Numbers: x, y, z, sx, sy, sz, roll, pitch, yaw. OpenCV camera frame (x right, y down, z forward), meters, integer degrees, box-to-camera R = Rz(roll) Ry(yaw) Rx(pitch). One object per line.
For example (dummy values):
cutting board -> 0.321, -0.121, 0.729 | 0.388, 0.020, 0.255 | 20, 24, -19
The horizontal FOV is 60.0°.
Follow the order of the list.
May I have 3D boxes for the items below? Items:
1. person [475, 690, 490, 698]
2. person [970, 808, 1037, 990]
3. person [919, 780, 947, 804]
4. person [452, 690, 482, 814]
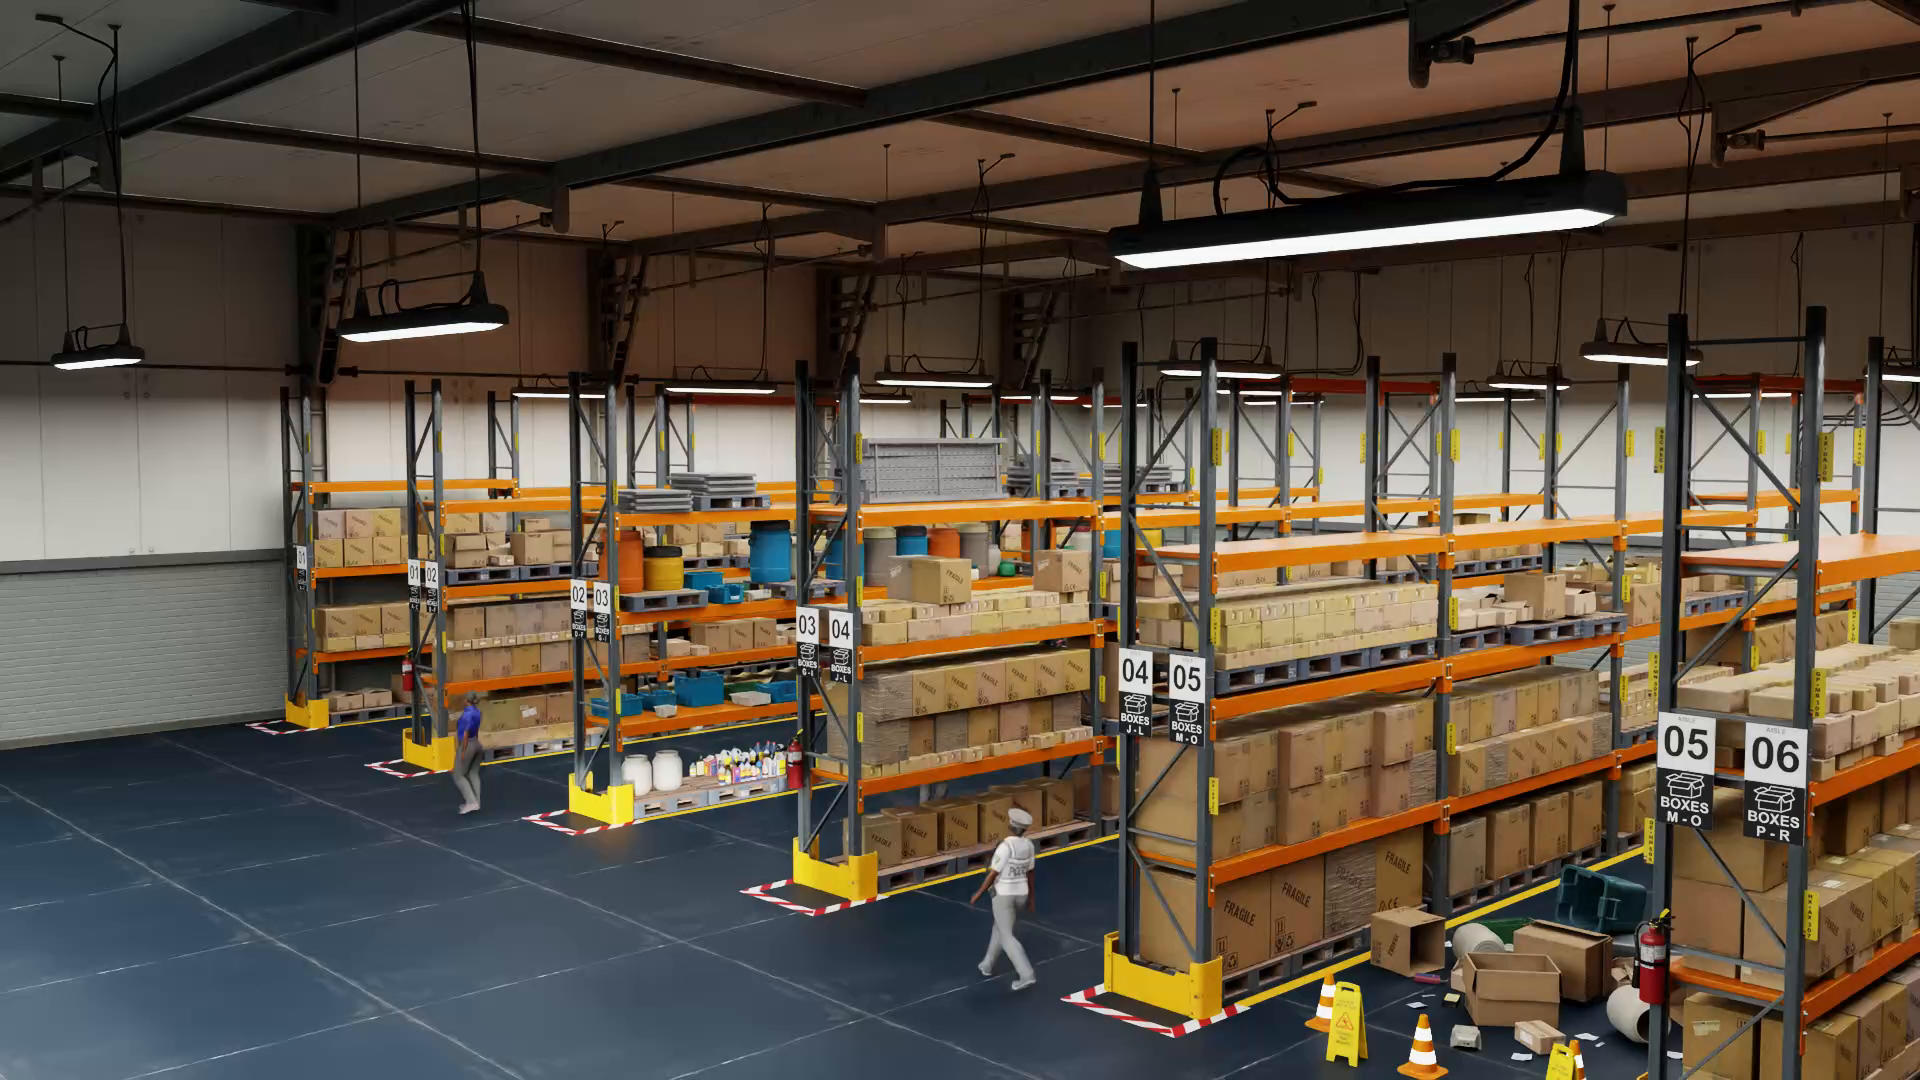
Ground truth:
person -> -8.562, 2.433, 29.720 | 0.416, 1.859, 0.598 | 3, 5, 38
person -> 0.463, 3.346, 15.595 | 0.553, 1.625, 0.977 | -3, 5, -40
person -> -0.362, 2.922, 21.923 | 0.632, 1.815, 0.569 | 1, 4, 11
person -> -6.707, 2.882, 22.704 | 0.384, 1.668, 0.486 | 1, 4, 9
